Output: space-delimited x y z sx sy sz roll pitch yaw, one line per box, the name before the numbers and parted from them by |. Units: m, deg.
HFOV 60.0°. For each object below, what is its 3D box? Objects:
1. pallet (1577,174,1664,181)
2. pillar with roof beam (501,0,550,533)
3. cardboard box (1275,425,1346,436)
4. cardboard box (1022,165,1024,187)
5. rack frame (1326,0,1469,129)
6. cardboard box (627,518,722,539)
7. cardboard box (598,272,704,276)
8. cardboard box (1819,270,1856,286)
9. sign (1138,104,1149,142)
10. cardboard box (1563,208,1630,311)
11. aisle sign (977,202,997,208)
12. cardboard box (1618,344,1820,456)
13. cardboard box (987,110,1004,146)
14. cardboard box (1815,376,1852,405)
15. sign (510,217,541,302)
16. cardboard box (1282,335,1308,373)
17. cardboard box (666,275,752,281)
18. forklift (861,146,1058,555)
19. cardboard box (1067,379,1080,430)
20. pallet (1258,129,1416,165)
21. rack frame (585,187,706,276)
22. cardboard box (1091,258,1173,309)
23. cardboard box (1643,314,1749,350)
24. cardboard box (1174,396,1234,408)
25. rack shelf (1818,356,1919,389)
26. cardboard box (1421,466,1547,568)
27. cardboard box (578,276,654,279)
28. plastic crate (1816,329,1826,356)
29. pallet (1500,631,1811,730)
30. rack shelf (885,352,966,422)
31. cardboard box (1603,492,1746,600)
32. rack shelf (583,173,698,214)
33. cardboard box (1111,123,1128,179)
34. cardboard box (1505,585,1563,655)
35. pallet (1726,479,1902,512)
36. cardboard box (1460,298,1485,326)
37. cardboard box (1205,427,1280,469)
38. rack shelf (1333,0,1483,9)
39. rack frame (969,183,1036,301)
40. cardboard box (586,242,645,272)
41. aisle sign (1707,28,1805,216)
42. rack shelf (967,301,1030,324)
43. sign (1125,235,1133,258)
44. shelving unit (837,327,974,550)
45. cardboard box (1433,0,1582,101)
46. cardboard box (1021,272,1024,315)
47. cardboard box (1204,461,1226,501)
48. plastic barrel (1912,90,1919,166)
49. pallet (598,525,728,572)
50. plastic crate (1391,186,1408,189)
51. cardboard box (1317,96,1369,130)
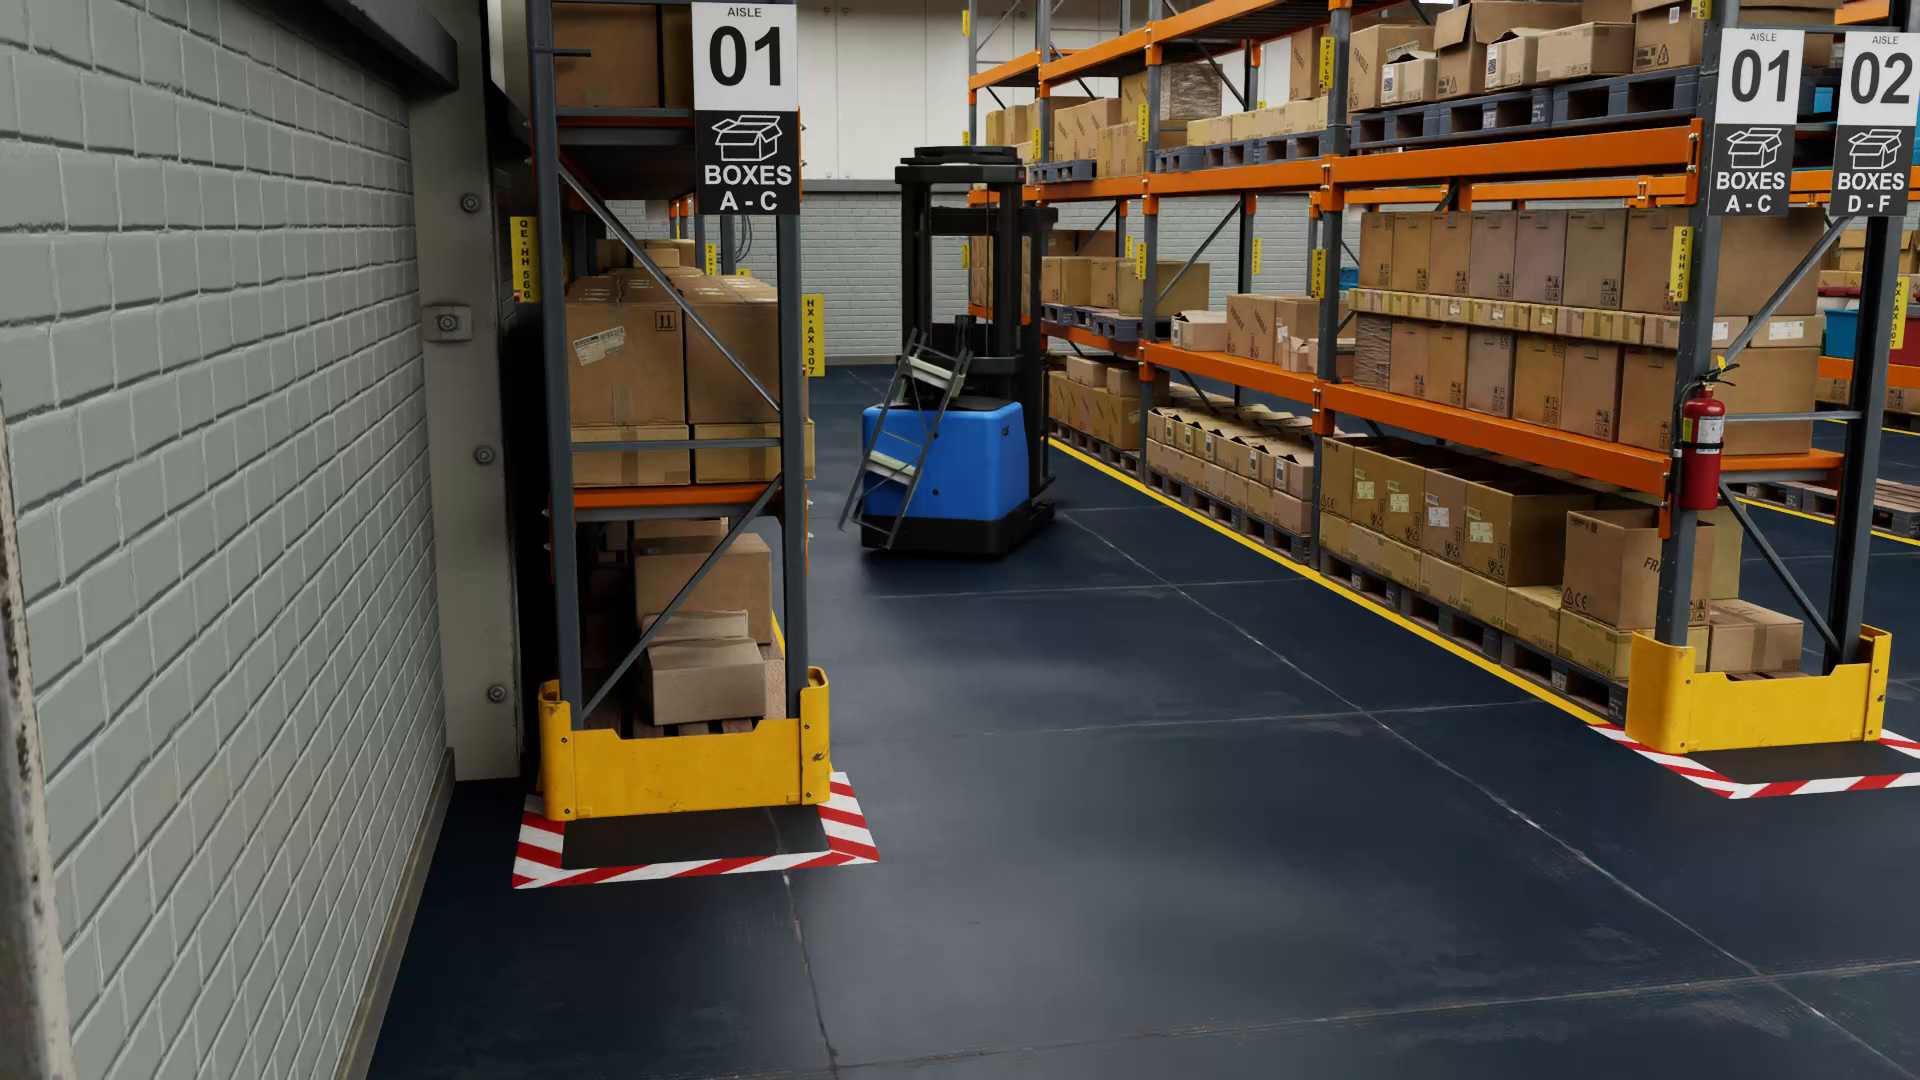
pallet | 6.982 -3.726 16.731 1.003 0.211 1.213 -2 11 -11
pillar with roof beam | 0.944 -4.674 13.188 9.100 9.000 0.400 -2 11 -11
cardboard box | 2.817 -0.786 13.533 0.500 0.311 0.500 -2 11 -9
cardboard box | 0.955 -4.327 19.784 0.500 0.250 0.500 -2 11 -11
rack frame | 2.954 -4.235 10.879 1.000 3.000 0.127 -2 11 -11
cardboard box | -1.664 0.094 9.690 0.500 0.500 0.500 -3 11 -15
cardboard box | -2.231 -1.689 12.105 0.700 0.500 0.500 -1 11 -3
cardboard box | 10.960 -3.070 20.538 0.500 0.500 0.500 -2 11 -11
sign | 1.643 -3.730 14.864 0.100 0.325 0.005 -2 11 -11
cardboard box | 3.535 -1.433 8.464 0.700 0.500 0.500 -2 11 -12
aisle sign | 0.318 -4.768 22.770 0.394 0.787 0.004 -2 11 -11
cardboard box | 3.653 -0.689 8.029 0.700 0.500 0.500 -2 11 -11
cardboard box | 0.750 -5.314 21.630 0.700 0.500 0.500 -2 11 -11
cardboard box | 11.260 -2.161 20.585 1.225 0.875 0.875 -2 11 -11
sign | -1.675 -1.081 6.411 0.100 0.325 0.005 -2 11 -11
cardboard box | 2.602 -1.376 12.265 0.396 0.266 0.258 -2 11 -12
cardboard box | -1.509 -1.336 10.036 0.500 0.500 0.500 -2 11 -11
forklift | 0.146 -1.565 13.078 1.130 2.935 3.031 3 11 14
cardboard box | 1.457 -1.456 17.834 0.500 0.500 0.500 -2 11 -10
pallet | 2.769 -2.829 12.025 0.805 0.209 1.217 -3 11 -13
rack frame | -2.683 -1.841 14.345 1.000 3.000 0.127 -2 11 -11
cardboard box | 1.802 -2.689 17.410 0.700 0.500 0.500 -5 12 -25
cardboard box | 3.470 -0.985 7.848 0.380 0.149 0.250 -2 11 -12
cardboard box | 2.367 -1.104 15.981 0.500 0.500 0.500 -2 11 -9
rack shelf | 7.424 -1.481 14.378 1.077 0.370 4.000 -2 11 -11
cardboard box | 3.031 -0.140 9.636 0.500 0.500 0.500 -2 11 -11
cardboard box | -2.018 -1.318 9.940 0.500 0.500 0.500 -2 11 -12
plastic crate | 7.198 -1.672 14.027 0.450 0.188 0.662 -2 11 -11
pallet | 3.542 0.677 8.576 1.003 0.211 1.213 -2 11 -11
rack shelf | -0.238 -1.093 11.882 0.431 0.370 0.720 22 6 2
cardboard box | 3.746 0.024 8.774 0.500 0.500 0.500 -2 11 -11
rack shelf | -2.294 -2.594 12.204 1.077 0.370 4.000 -2 11 -11
cardboard box | 1.959 -3.716 15.910 0.910 0.500 0.500 -2 11 -11
cardboard box | 3.228 0.411 8.744 0.500 0.250 0.500 -2 11 -11
pallet | 7.382 -0.464 14.571 1.003 0.211 1.213 -2 11 -11
cardboard box | 3.121 -1.315 9.582 0.380 0.149 0.250 -2 11 -11
cardboard box | 2.297 -0.762 13.408 0.500 0.311 0.500 -2 11 -12
rack shelf | 3.343 -3.318 9.057 1.077 0.370 4.000 -2 11 -11
rack frame | 0.620 -3.489 23.004 1.000 3.000 0.127 -2 11 -11
cardboard box | -3.025 -2.488 14.623 0.500 0.250 0.500 -2 11 -9
aisle sign | 3.456 -1.809 7.223 0.394 0.787 0.004 -2 11 -11
rack shelf | 1.009 -2.769 21.144 1.077 0.370 4.000 -2 11 -11
sign | 1.941 -3.345 19.150 0.100 0.325 0.005 -2 11 -11
shelving unit | -0.379 -0.731 11.921 0.431 1.500 0.755 22 6 2
cardboard box | 3.150 -2.781 9.487 0.797 0.503 0.637 -1 11 -5
cardboard box | 0.947 -2.981 20.069 0.500 0.500 0.500 -2 11 -9
cardboard box | 2.294 -0.489 13.474 0.500 0.250 0.500 -2 11 -10
plastic barrel | 7.501 -3.272 12.504 0.600 0.901 0.708 -2 11 -11
pallet | -2.058 0.120 11.501 1.003 0.211 1.213 -2 11 -11
plastic crate | 5.636 -4.498 20.989 0.293 0.136 0.466 -2 11 -11
cardboard box | 2.843 -3.007 11.730 0.500 0.250 0.500 -1 11 -5
